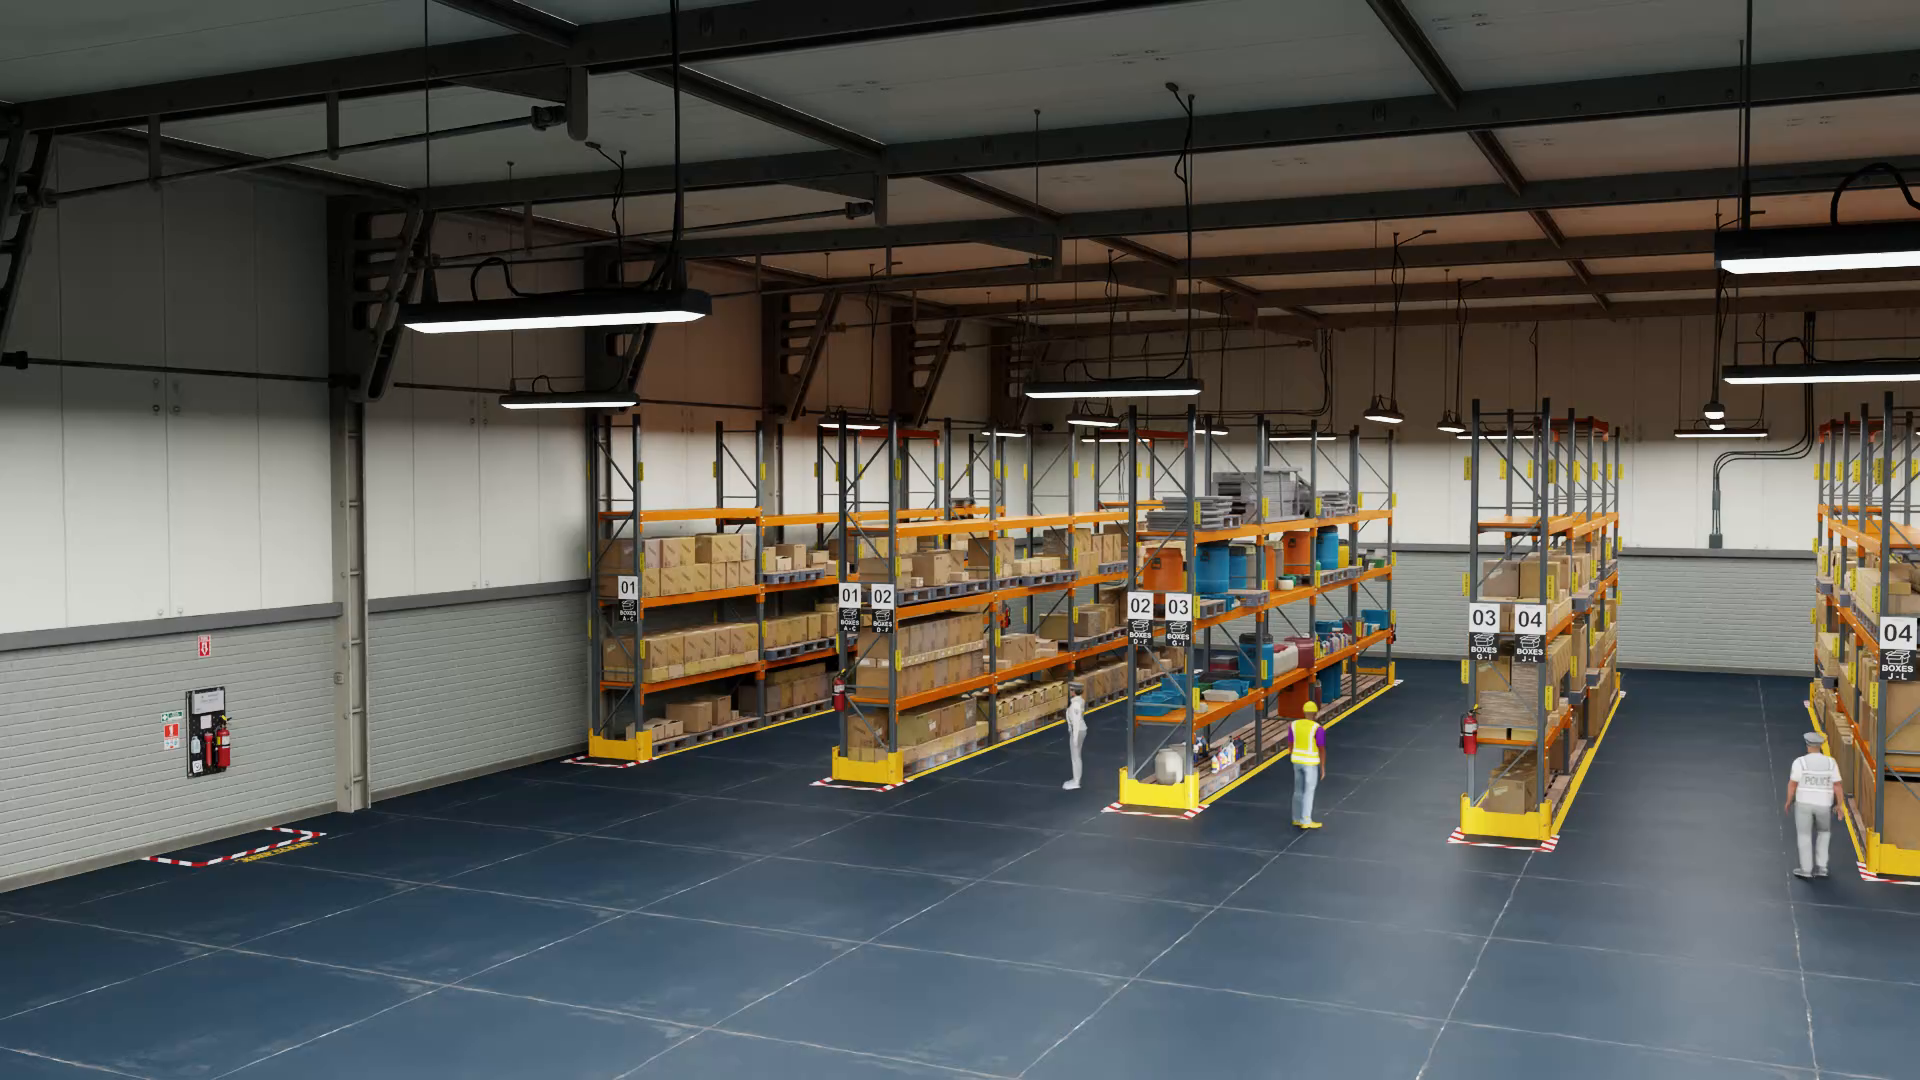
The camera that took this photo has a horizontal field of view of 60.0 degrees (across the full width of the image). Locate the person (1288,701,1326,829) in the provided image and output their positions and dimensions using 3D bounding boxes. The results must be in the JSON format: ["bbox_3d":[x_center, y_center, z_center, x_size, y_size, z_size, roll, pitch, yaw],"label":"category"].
[{"bbox_3d":[4.890,3.150,23.354,0.390,1.774,0.588,-2,3,-42],"label":"person"}]

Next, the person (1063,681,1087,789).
[{"bbox_3d":[1.827,3.077,26.338,0.371,1.677,0.530,0,2,10],"label":"person"}]

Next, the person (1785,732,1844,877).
[{"bbox_3d":[10.530,3.306,20.480,0.637,1.845,0.536,1,3,24],"label":"person"}]
